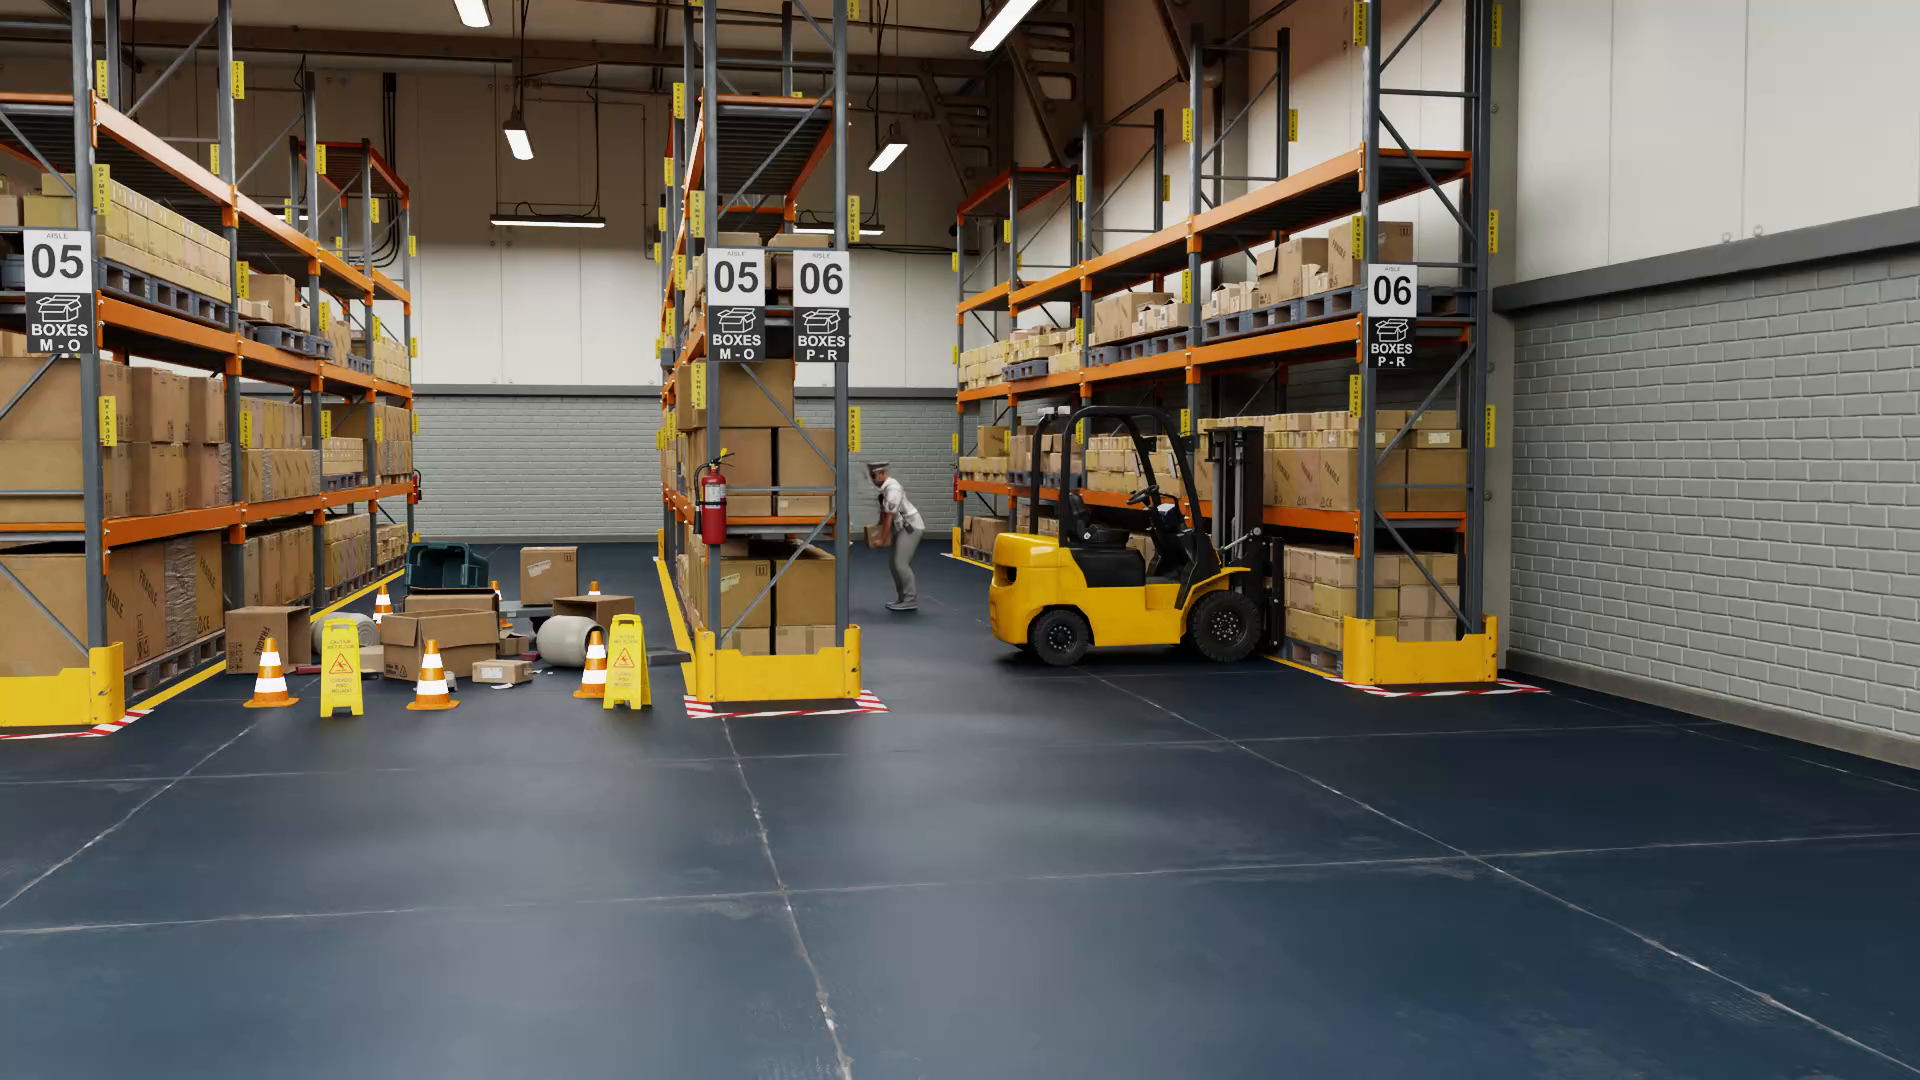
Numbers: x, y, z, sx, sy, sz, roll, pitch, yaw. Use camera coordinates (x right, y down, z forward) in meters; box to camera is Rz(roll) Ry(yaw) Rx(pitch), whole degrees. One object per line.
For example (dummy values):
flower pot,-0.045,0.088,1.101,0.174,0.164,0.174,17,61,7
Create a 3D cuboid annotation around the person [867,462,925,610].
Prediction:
person,-0.726,-0.049,18.789,0.641,1.675,0.478,-1,3,-12
